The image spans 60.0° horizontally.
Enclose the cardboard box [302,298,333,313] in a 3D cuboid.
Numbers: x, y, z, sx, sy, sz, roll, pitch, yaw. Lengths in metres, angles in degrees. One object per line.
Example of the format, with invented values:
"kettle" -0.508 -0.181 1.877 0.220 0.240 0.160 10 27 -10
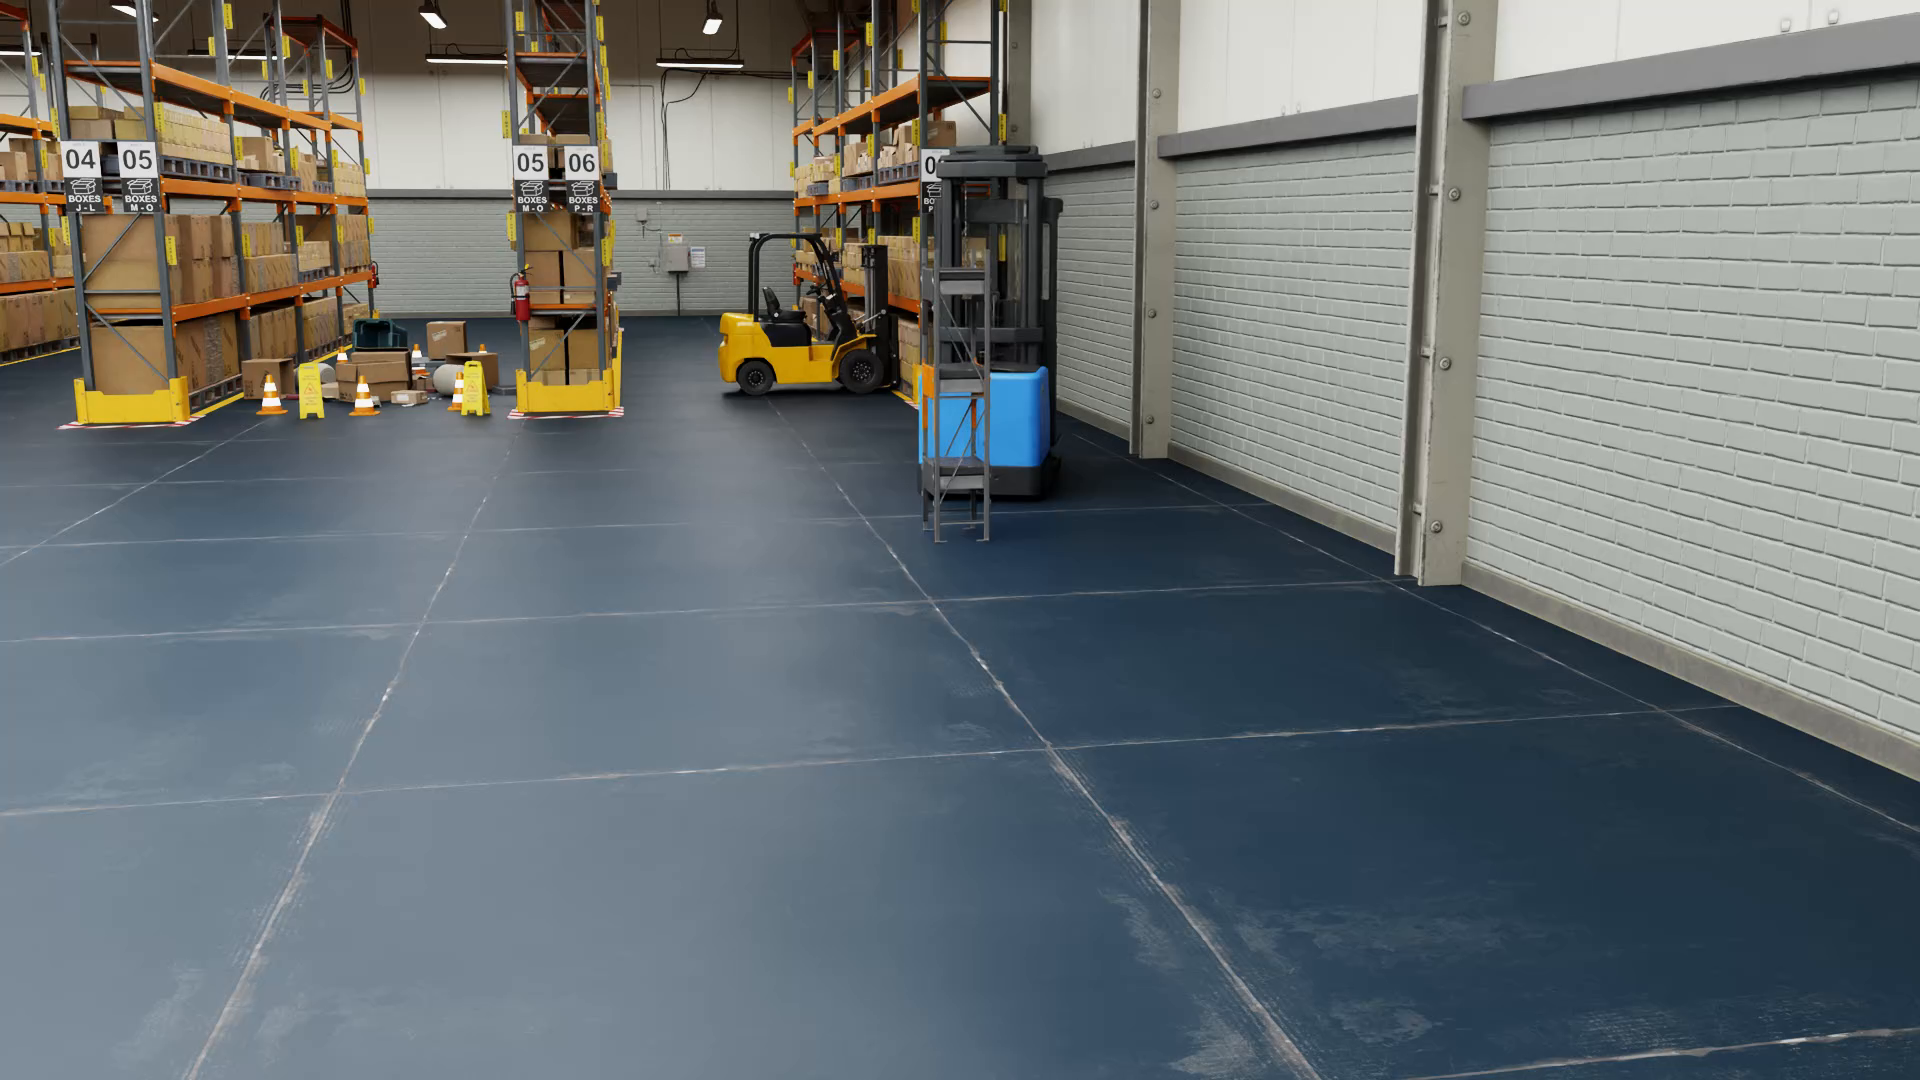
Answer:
"cardboard box" -11.572 -4.208 29.837 0.500 0.250 0.500 -2 11 -8

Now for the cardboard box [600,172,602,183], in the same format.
"cardboard box" -4.884 -4.740 21.729 0.380 0.149 0.250 -2 11 -10

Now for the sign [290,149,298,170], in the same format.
"sign" -10.728 -6.134 26.787 0.100 0.325 0.005 -2 11 -11

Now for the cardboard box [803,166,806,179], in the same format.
"cardboard box" -2.986 -7.619 34.448 0.500 0.250 0.500 -2 11 -9

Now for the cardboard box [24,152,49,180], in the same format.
"cardboard box" -17.148 -6.841 30.434 0.700 0.500 0.500 -3 11 -14

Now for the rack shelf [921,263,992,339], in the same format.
"rack shelf" -0.032 -1.736 12.031 0.431 0.518 0.480 -2 11 -11

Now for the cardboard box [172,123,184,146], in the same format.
"cardboard box" -9.660 -4.874 19.977 0.500 0.250 0.500 -2 11 -12

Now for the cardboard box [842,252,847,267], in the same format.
"cardboard box" -1.748 -4.810 28.509 0.500 0.250 0.500 -2 11 -11

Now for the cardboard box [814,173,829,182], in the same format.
"cardboard box" -2.553 -6.858 31.464 0.380 0.149 0.250 -2 11 -10

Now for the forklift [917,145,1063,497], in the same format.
"forklift" 0.347 -2.028 15.012 1.130 2.935 3.031 1 11 7

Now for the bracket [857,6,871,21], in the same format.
"bracket" -1.867 -10.250 32.353 0.235 0.232 0.430 -2 11 -11

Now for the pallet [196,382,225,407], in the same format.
"pallet" -10.184 -1.879 21.506 1.003 0.211 1.213 -2 11 -11

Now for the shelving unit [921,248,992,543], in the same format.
"shelving unit" -0.032 -1.062 12.160 0.431 2.100 0.503 -2 11 -11

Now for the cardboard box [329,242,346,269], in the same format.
"cardboard box" -11.901 -5.378 31.368 0.500 0.500 0.500 -2 11 -12

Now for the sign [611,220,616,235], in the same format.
"sign" -7.459 -6.718 35.737 0.100 0.325 0.005 -2 11 -11

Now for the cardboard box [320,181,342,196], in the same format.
"cardboard box" -11.883 -6.577 31.110 0.500 0.250 0.500 -2 11 -8

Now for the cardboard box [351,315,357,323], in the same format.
"cardboard box" -12.096 -4.349 32.730 0.380 0.149 0.250 -2 11 -11

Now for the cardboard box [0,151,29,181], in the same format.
"cardboard box" -16.815 -6.544 29.143 0.700 0.500 0.500 -2 11 -10

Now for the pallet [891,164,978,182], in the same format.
"pallet" -0.367 -5.047 22.904 1.003 0.211 1.213 -2 11 -11

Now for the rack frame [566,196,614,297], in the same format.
"rack frame" -7.994 -6.015 35.777 1.000 3.000 0.127 -2 11 -11

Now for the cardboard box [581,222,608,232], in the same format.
"cardboard box" -5.405 -4.634 24.598 0.380 0.149 0.250 -2 11 -11

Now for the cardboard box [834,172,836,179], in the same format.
"cardboard box" -2.100 -6.618 30.257 0.380 0.149 0.250 -2 11 -9

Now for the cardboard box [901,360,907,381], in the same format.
"cardboard box" -0.503 -2.284 22.403 0.500 0.250 0.500 -2 11 -11

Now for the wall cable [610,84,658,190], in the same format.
"wall cable" -8.639 -10.022 40.785 2.355 3.000 0.029 -2 11 -11

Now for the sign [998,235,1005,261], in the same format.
"sign" 0.531 -3.745 21.324 0.100 0.325 0.005 -2 11 -11

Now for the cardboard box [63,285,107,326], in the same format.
"cardboard box" -17.335 -4.536 32.565 0.875 0.875 0.875 -2 11 -11

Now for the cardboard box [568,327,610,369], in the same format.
"cardboard box" -4.773 -2.467 21.360 0.500 0.500 0.500 -3 11 -13

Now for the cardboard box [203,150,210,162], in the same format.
"cardboard box" -9.862 -4.933 21.348 0.380 0.149 0.250 -2 11 -12

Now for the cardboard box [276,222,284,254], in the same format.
"cardboard box" -11.197 -4.807 26.488 0.700 0.500 0.500 -2 11 -11

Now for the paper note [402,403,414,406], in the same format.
"paper note" -7.019 -1.723 21.168 0.148 0.019 0.142 -6 13 -31

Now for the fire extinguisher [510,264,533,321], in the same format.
"fire extinguisher" -5.312 -3.005 20.169 0.296 0.674 0.183 -2 11 -11

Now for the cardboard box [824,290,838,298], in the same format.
"cardboard box" -2.442 -4.784 32.343 0.380 0.149 0.250 -3 11 -14

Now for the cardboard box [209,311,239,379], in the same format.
"cardboard box" -10.443 -2.660 22.711 0.875 0.875 0.875 -2 11 -10

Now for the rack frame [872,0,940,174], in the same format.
"rack frame" -0.792 -6.943 24.605 1.000 3.000 0.127 -2 11 -11

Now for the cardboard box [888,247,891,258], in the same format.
"cardboard box" -0.834 -4.105 23.739 0.380 0.149 0.250 -2 11 -12

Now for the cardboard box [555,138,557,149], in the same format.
"cardboard box" -5.357 -5.062 21.287 0.380 0.149 0.250 -2 11 -11

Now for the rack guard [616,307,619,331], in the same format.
"rack guard" -7.999 -4.792 36.034 1.175 0.500 0.348 -2 11 -11

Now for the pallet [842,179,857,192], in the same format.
"pallet" -1.351 -5.989 28.121 1.213 0.211 1.003 -2 11 -8

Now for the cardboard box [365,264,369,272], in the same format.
"cardboard box" -12.490 -5.644 34.498 0.380 0.149 0.250 -2 11 -11

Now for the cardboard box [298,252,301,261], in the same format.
"cardboard box" -11.226 -4.724 27.747 0.380 0.149 0.250 -2 11 -8

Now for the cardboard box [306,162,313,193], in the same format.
"cardboard box" -11.331 -6.169 28.298 0.500 0.500 0.500 -2 11 -11

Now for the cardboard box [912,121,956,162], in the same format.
"cardboard box" -0.339 -5.112 21.353 0.500 0.500 0.500 -2 11 -9

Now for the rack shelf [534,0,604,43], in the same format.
"rack shelf" -6.827 -9.141 29.191 1.077 0.370 4.000 -2 11 -11

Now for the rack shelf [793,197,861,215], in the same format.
"rack shelf" -2.737 -6.950 34.589 1.077 0.370 4.000 -2 11 -11

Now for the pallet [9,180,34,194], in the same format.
"pallet" -16.710 -6.134 28.893 0.805 0.209 1.217 -3 11 -13

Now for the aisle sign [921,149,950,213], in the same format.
"aisle sign" -0.290 -4.516 20.949 0.394 0.787 0.004 -2 11 -11

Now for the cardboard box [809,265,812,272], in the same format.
"cardboard box" -2.906 -5.577 34.149 0.380 0.149 0.250 -2 11 -12

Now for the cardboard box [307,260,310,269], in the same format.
"cardboard box" -11.376 -4.719 28.514 0.380 0.149 0.250 -2 11 -9

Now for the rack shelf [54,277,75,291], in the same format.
"rack shelf" -17.326 -4.935 32.024 1.077 0.370 4.000 -2 11 -11

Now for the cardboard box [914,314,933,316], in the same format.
"cardboard box" -0.394 -3.167 24.368 0.500 0.250 0.500 -2 11 -12

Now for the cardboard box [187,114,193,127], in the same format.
"cardboard box" -9.717 -5.185 20.544 0.380 0.149 0.250 -2 11 -12

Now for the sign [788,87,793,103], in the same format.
"sign" -3.658 -9.621 35.970 0.100 0.325 0.005 -2 11 -11
